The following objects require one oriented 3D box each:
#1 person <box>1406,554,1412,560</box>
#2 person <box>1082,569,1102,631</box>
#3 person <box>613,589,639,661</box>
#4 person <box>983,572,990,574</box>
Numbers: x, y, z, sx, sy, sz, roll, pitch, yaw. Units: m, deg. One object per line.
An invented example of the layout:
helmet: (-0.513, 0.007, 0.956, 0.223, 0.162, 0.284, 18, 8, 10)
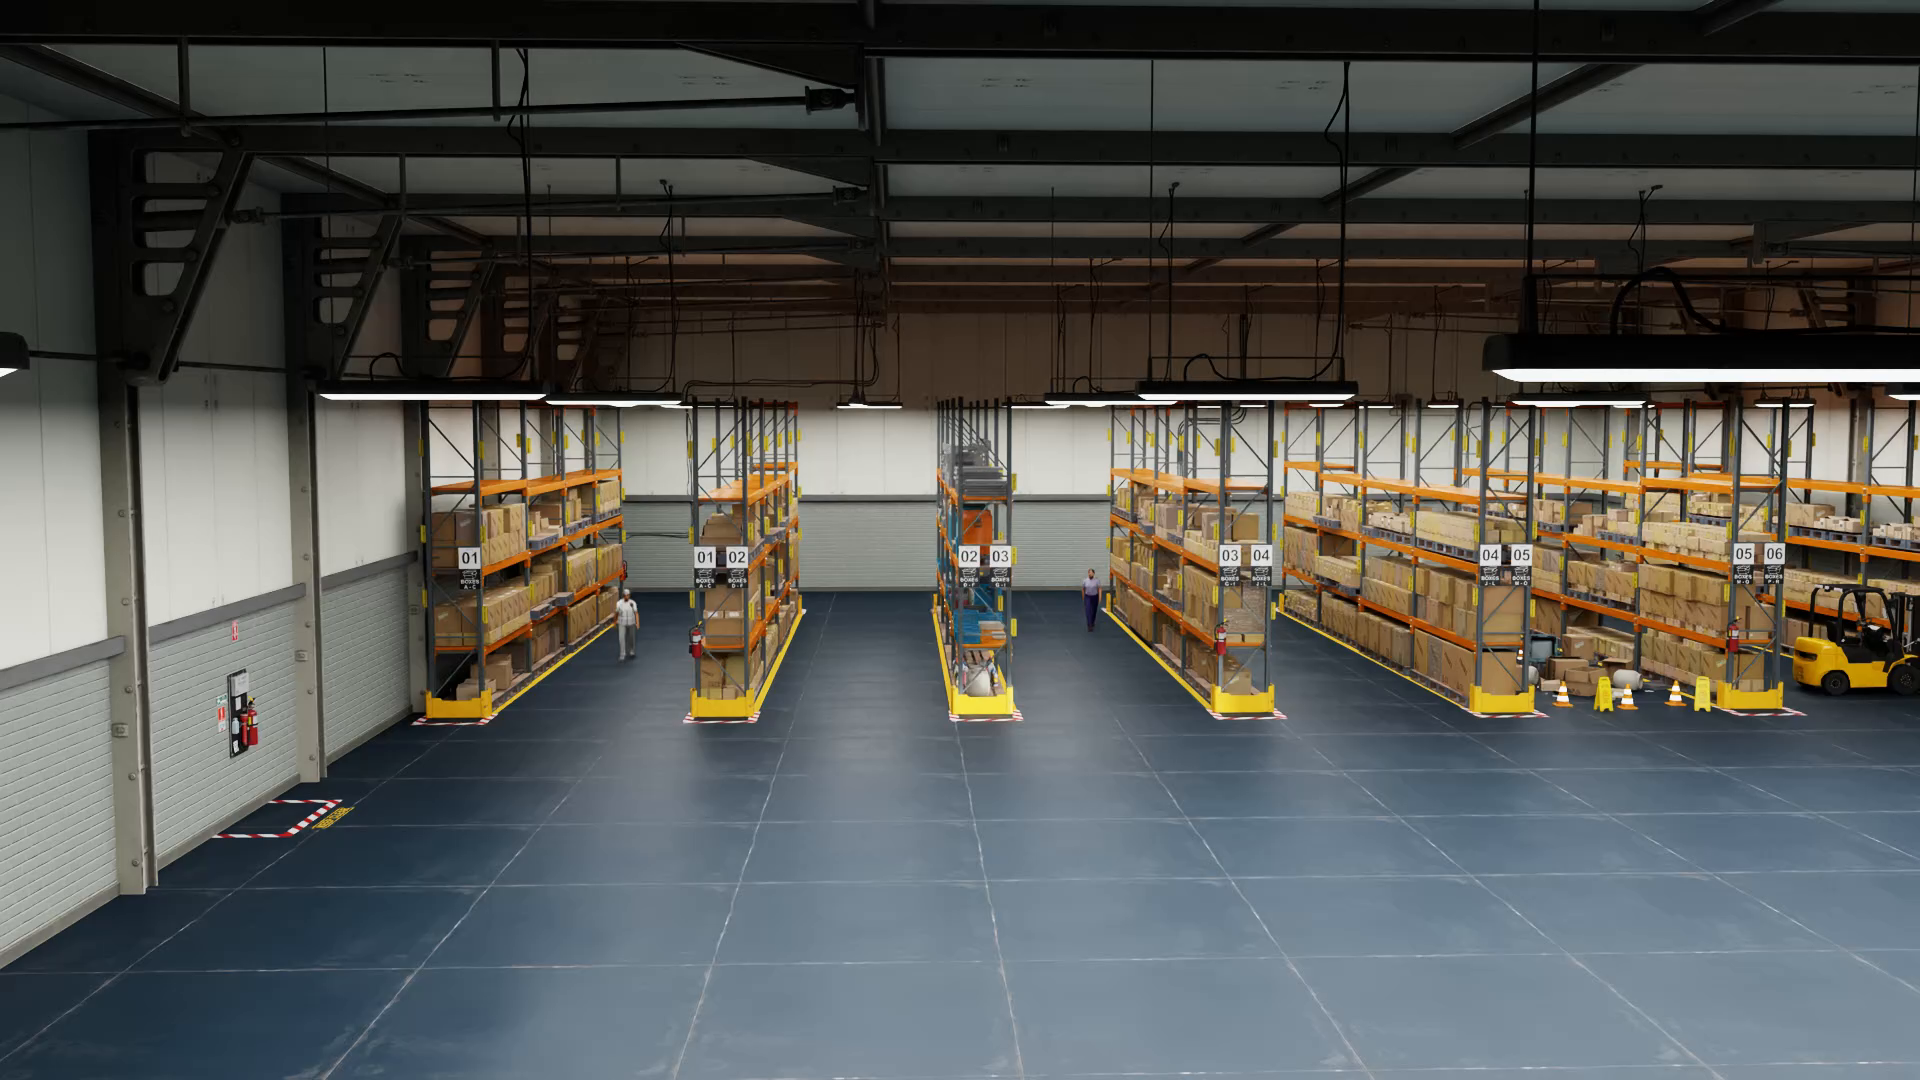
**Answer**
person: (13.734, 1.023, 50.718, 0.523, 1.646, 0.468, -2, 5, -26)
person: (3.460, 1.549, 43.591, 0.493, 1.583, 1.034, 0, 4, -4)
person: (-7.709, 1.937, 38.408, 0.589, 1.600, 1.052, -1, 4, -11)
person: (0.795, 1.009, 49.527, 0.594, 1.719, 1.140, -1, 5, -19)
